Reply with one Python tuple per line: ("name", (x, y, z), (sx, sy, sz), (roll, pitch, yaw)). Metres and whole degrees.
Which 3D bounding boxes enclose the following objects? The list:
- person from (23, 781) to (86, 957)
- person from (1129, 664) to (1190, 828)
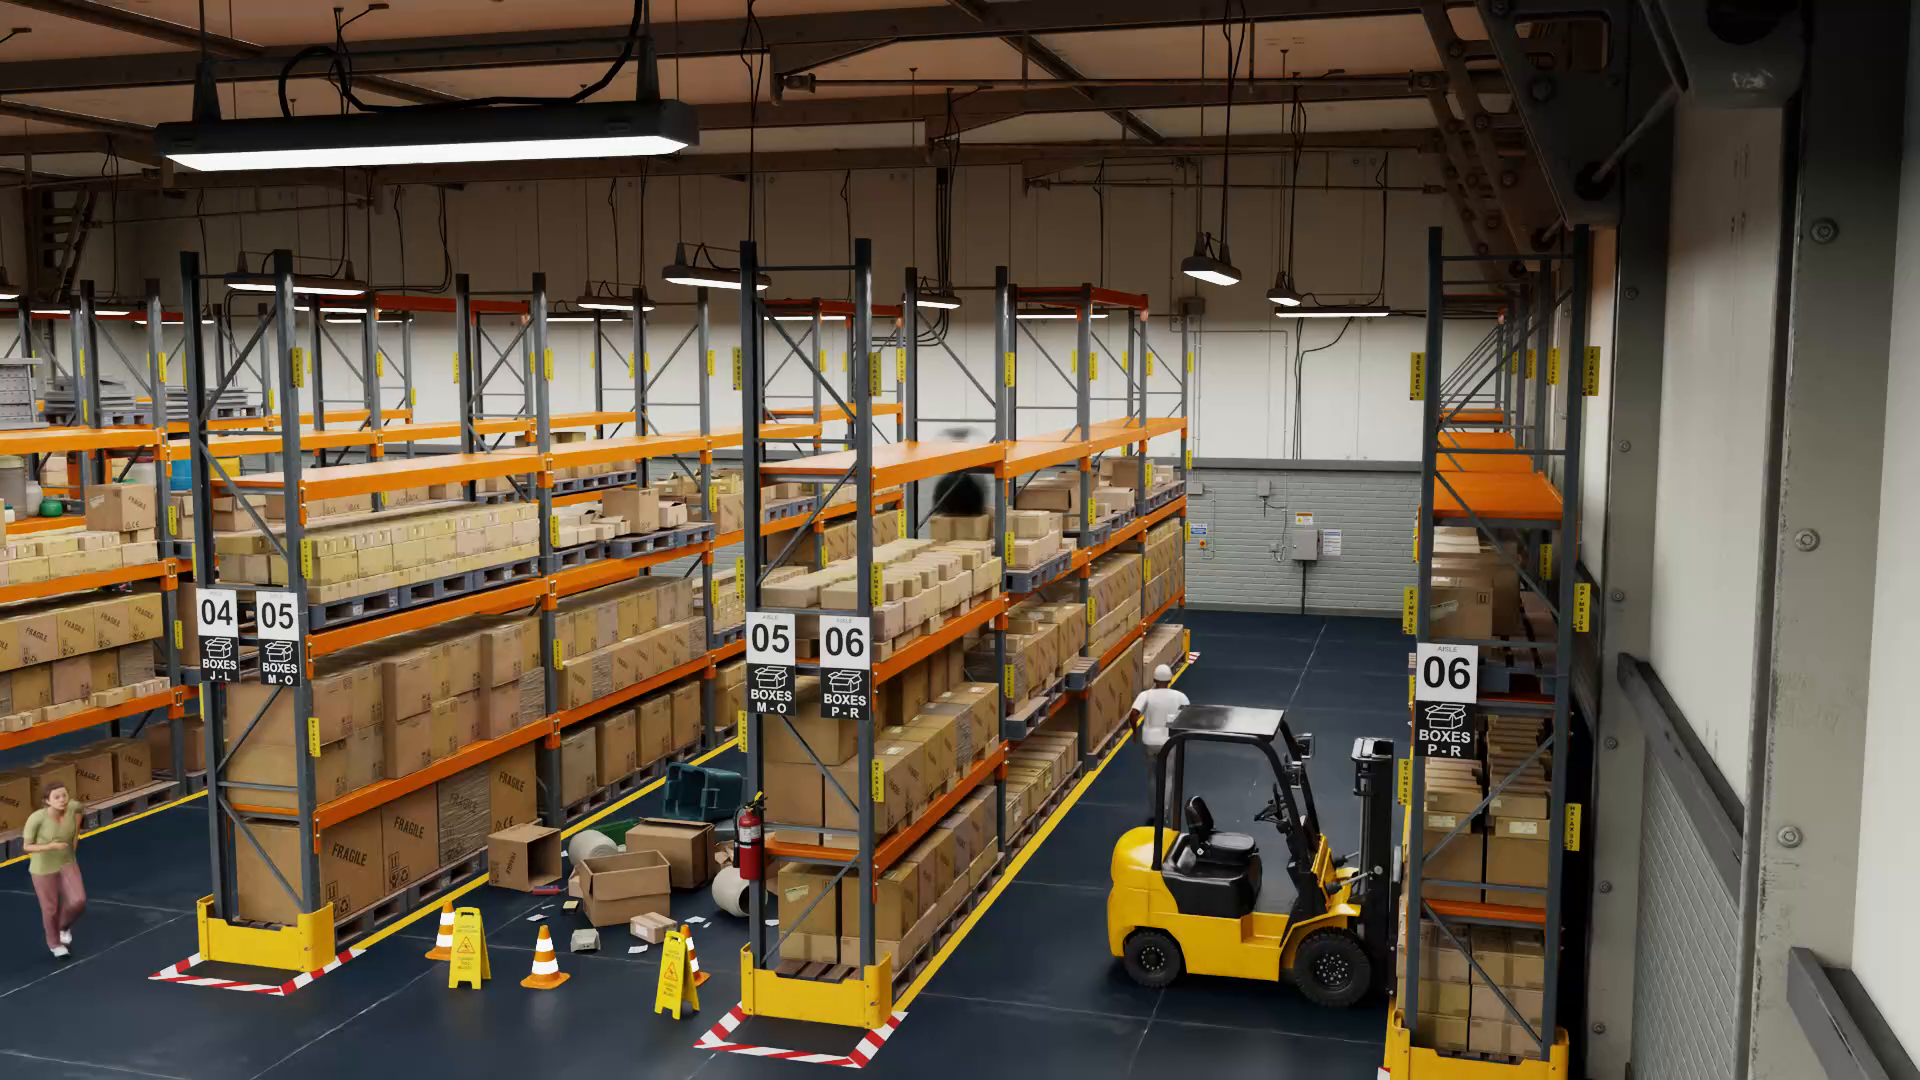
("person", (-7.628, 2.796, 14.071), (0.547, 1.588, 0.741), (-6, 9, -42))
("person", (2.212, 2.237, 18.143), (0.685, 1.765, 0.974), (1, 7, 13))
